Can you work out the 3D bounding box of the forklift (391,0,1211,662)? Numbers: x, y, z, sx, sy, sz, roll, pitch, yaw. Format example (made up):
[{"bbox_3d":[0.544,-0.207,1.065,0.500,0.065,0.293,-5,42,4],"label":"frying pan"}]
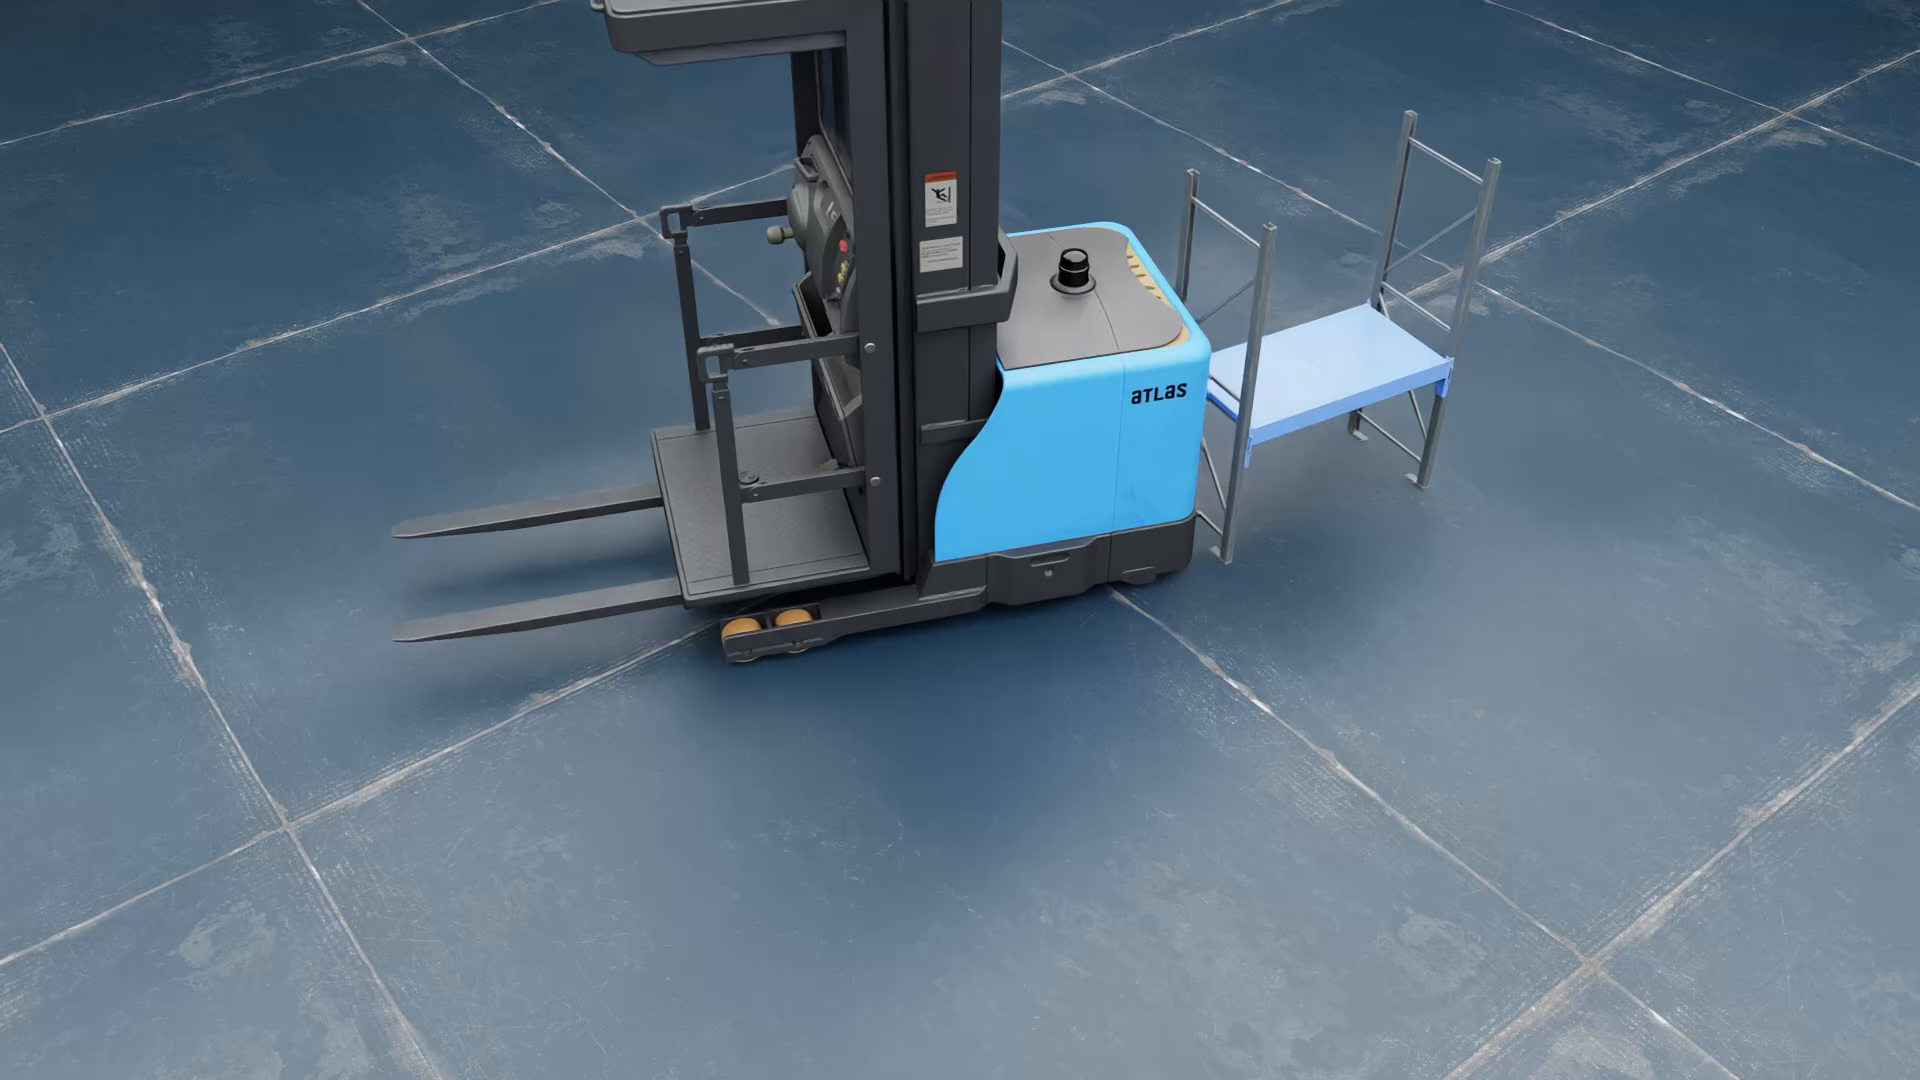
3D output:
[{"bbox_3d":[-0.659,-1.051,5.720,3.031,2.935,1.130,-10,40,-11],"label":"forklift"}]

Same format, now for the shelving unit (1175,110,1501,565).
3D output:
[{"bbox_3d":[1.397,-0.778,6.516,1.048,1.500,0.538,-19,43,-22],"label":"shelving unit"}]

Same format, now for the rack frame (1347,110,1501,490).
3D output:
[{"bbox_3d":[1.843,-0.934,6.706,0.032,1.500,0.500,-19,43,-22],"label":"rack frame"}]

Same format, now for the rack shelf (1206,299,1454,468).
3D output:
[{"bbox_3d":[1.397,-0.639,6.630,1.000,0.185,0.538,-19,43,-22],"label":"rack shelf"}]

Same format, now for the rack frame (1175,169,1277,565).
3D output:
[{"bbox_3d":[0.952,-0.623,6.327,0.032,1.500,0.500,-19,43,-22],"label":"rack frame"}]
